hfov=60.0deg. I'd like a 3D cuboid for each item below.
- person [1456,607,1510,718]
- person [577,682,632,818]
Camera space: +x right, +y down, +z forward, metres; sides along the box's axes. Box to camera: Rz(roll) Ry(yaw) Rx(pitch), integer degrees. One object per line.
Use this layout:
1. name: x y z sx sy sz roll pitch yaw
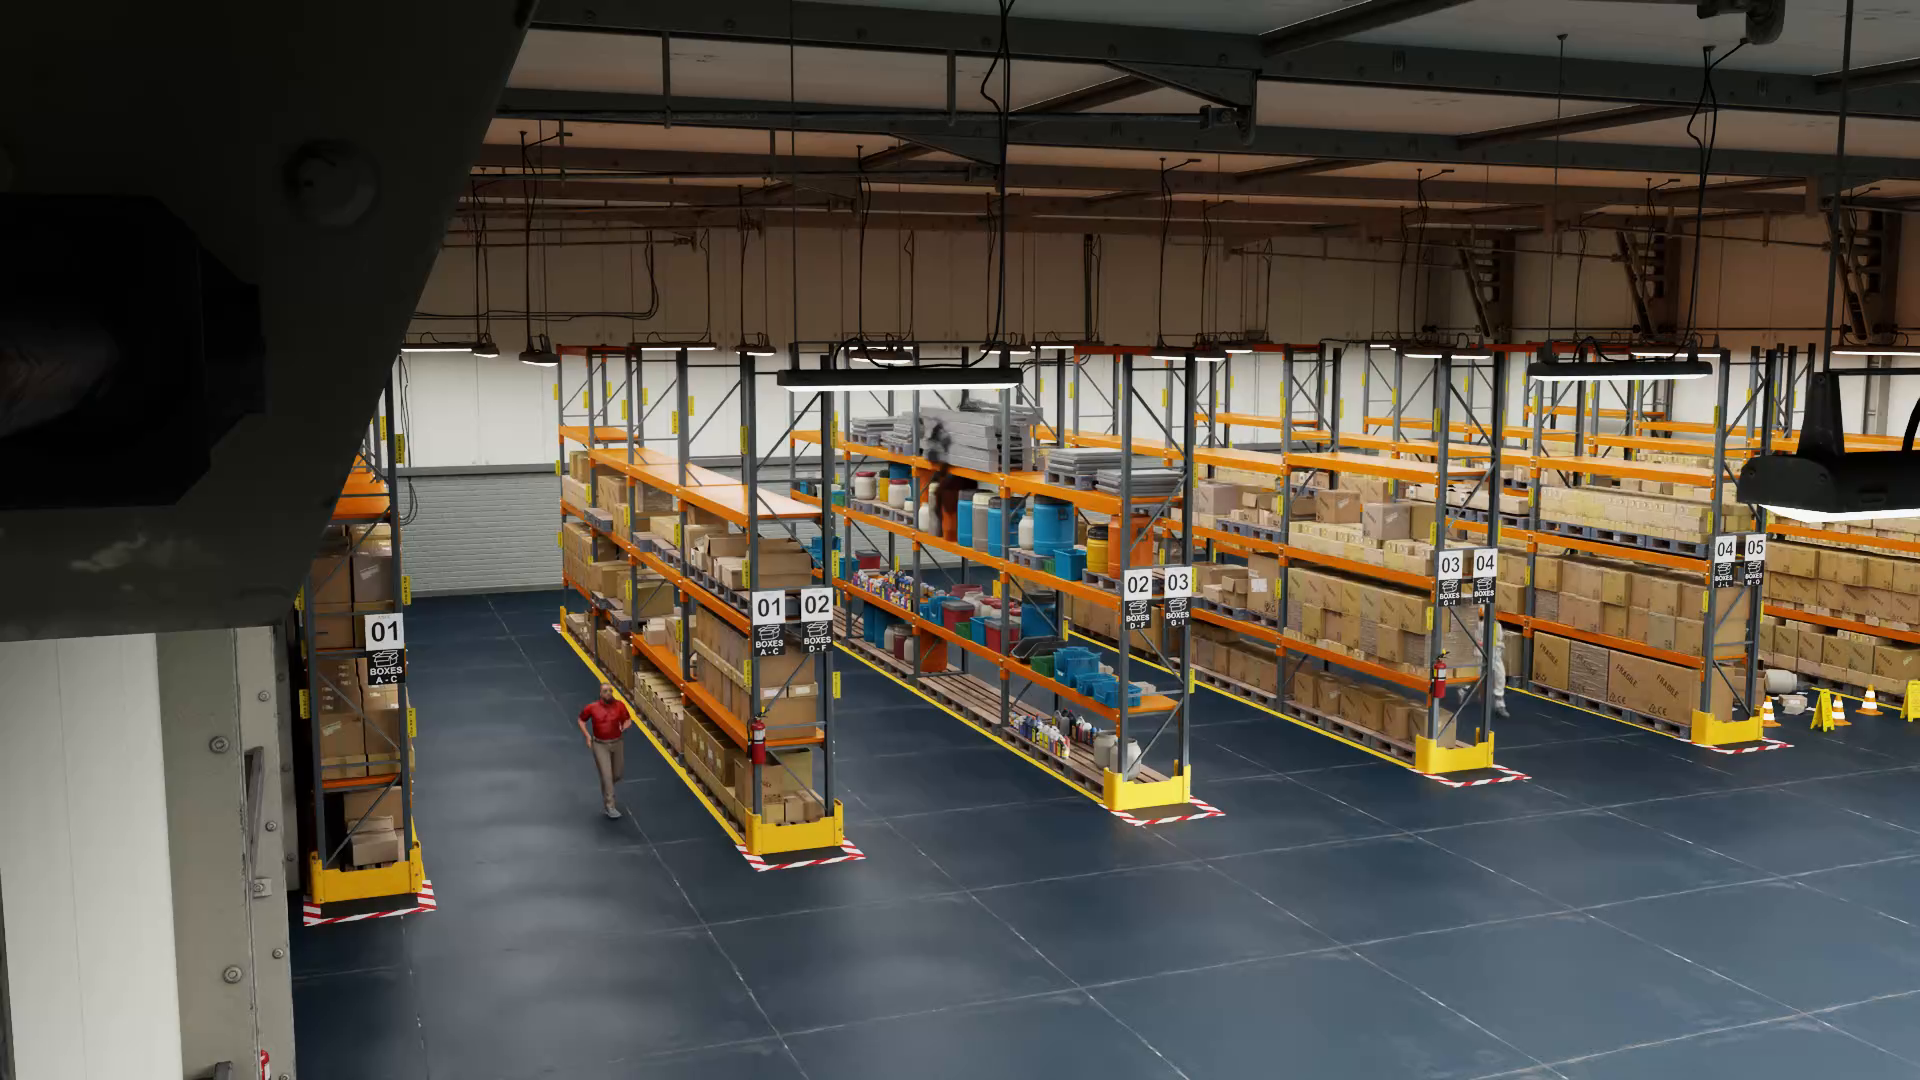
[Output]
1. person: 8.703 1.955 27.477 0.673 1.814 0.980 -4 8 -28
2. person: -4.623 2.711 21.816 0.672 1.699 0.923 -4 8 -30
